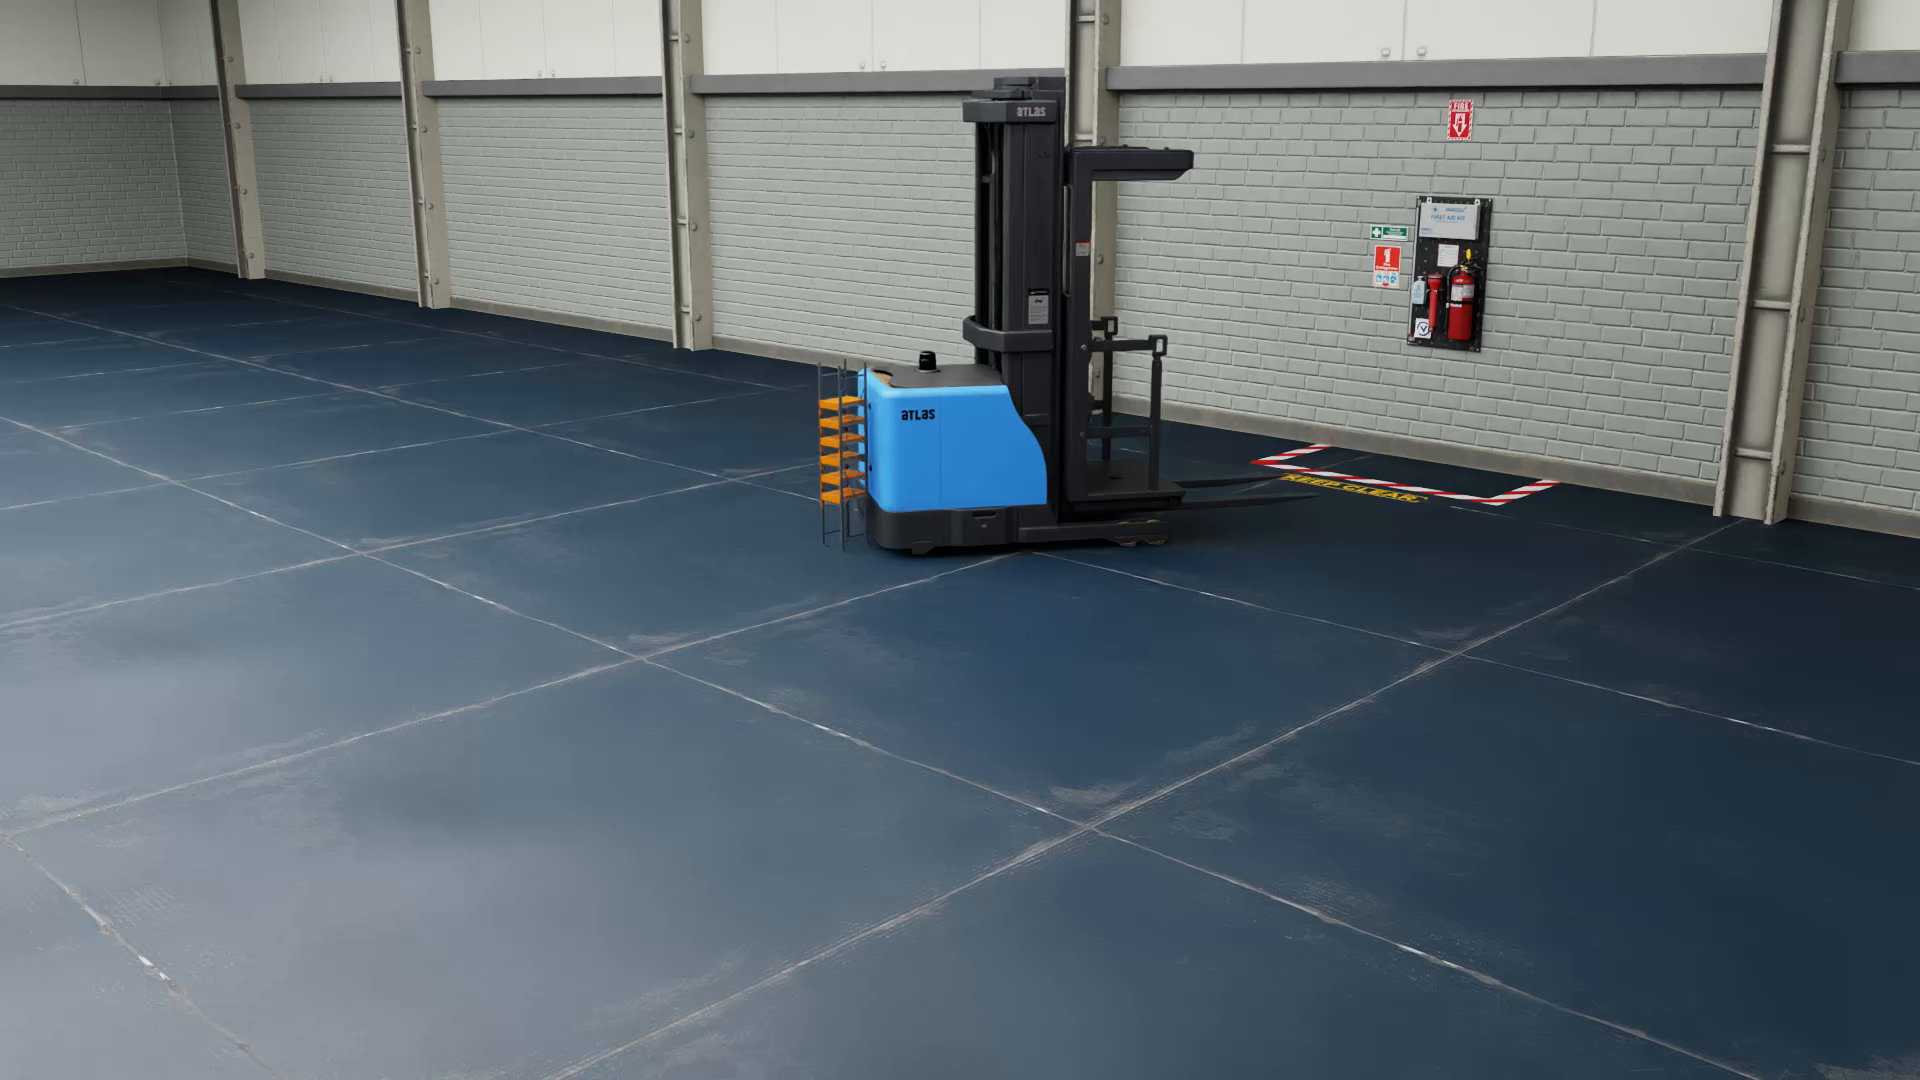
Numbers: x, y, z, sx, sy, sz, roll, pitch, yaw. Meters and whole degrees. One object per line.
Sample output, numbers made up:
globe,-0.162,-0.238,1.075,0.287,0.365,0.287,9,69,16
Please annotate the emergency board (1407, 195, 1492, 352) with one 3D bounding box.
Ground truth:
emergency board,3.746,-2.058,12.882,0.643,1.169,0.194,14,20,42

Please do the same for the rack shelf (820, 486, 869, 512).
rack shelf,-0.741,-0.264,10.695,0.180,0.103,0.258,13,20,41

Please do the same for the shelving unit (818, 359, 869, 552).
shelving unit,-0.741,-0.540,10.624,0.189,1.200,0.258,13,20,41

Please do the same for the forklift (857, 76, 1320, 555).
forklift,0.878,-1.500,10.875,3.031,2.935,1.130,-3,15,-13

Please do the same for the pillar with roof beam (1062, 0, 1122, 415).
pillar with roof beam,-1.809,-4.790,11.470,0.400,9.000,9.100,14,20,42

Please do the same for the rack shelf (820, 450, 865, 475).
rack shelf,-0.741,-0.497,10.635,0.180,0.103,0.258,13,20,41

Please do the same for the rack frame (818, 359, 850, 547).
rack frame,-0.808,-0.555,10.684,0.006,1.200,0.240,13,20,41

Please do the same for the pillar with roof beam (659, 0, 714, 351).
pillar with roof beam,-6.128,-5.840,15.500,0.400,9.000,9.100,14,20,42

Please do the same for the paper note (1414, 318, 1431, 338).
paper note,3.666,-1.675,13.160,0.142,0.148,0.016,14,20,42

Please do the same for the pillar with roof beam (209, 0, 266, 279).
pillar with roof beam,-14.767,-7.941,23.560,0.400,9.000,9.100,14,20,42

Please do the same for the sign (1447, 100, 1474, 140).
sign,3.809,-3.199,12.664,0.199,0.298,0.001,14,20,42

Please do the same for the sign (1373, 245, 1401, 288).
sign,3.419,-2.191,13.320,0.234,0.329,0.001,14,20,42

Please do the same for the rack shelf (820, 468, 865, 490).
rack shelf,-0.741,-0.381,10.665,0.180,0.103,0.258,13,20,41

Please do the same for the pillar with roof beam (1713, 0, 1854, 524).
pillar with roof beam,2.510,-3.740,7.440,0.400,9.000,9.100,14,20,42

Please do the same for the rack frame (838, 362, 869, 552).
rack frame,-0.674,-0.524,10.563,0.006,1.200,0.240,13,20,41

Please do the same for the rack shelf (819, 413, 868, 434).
rack shelf,-0.741,-0.729,10.574,0.180,0.103,0.258,13,20,41

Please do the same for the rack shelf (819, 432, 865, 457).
rack shelf,-0.741,-0.613,10.605,0.180,0.103,0.258,13,20,41

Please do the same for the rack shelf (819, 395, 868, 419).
rack shelf,-0.741,-0.845,10.544,0.180,0.103,0.258,13,20,41

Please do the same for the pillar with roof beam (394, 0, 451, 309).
pillar with roof beam,-10.448,-6.890,19.530,0.400,9.000,9.100,14,20,42

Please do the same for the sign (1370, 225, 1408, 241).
sign,3.416,-2.445,13.244,0.331,0.109,0.001,14,20,42
